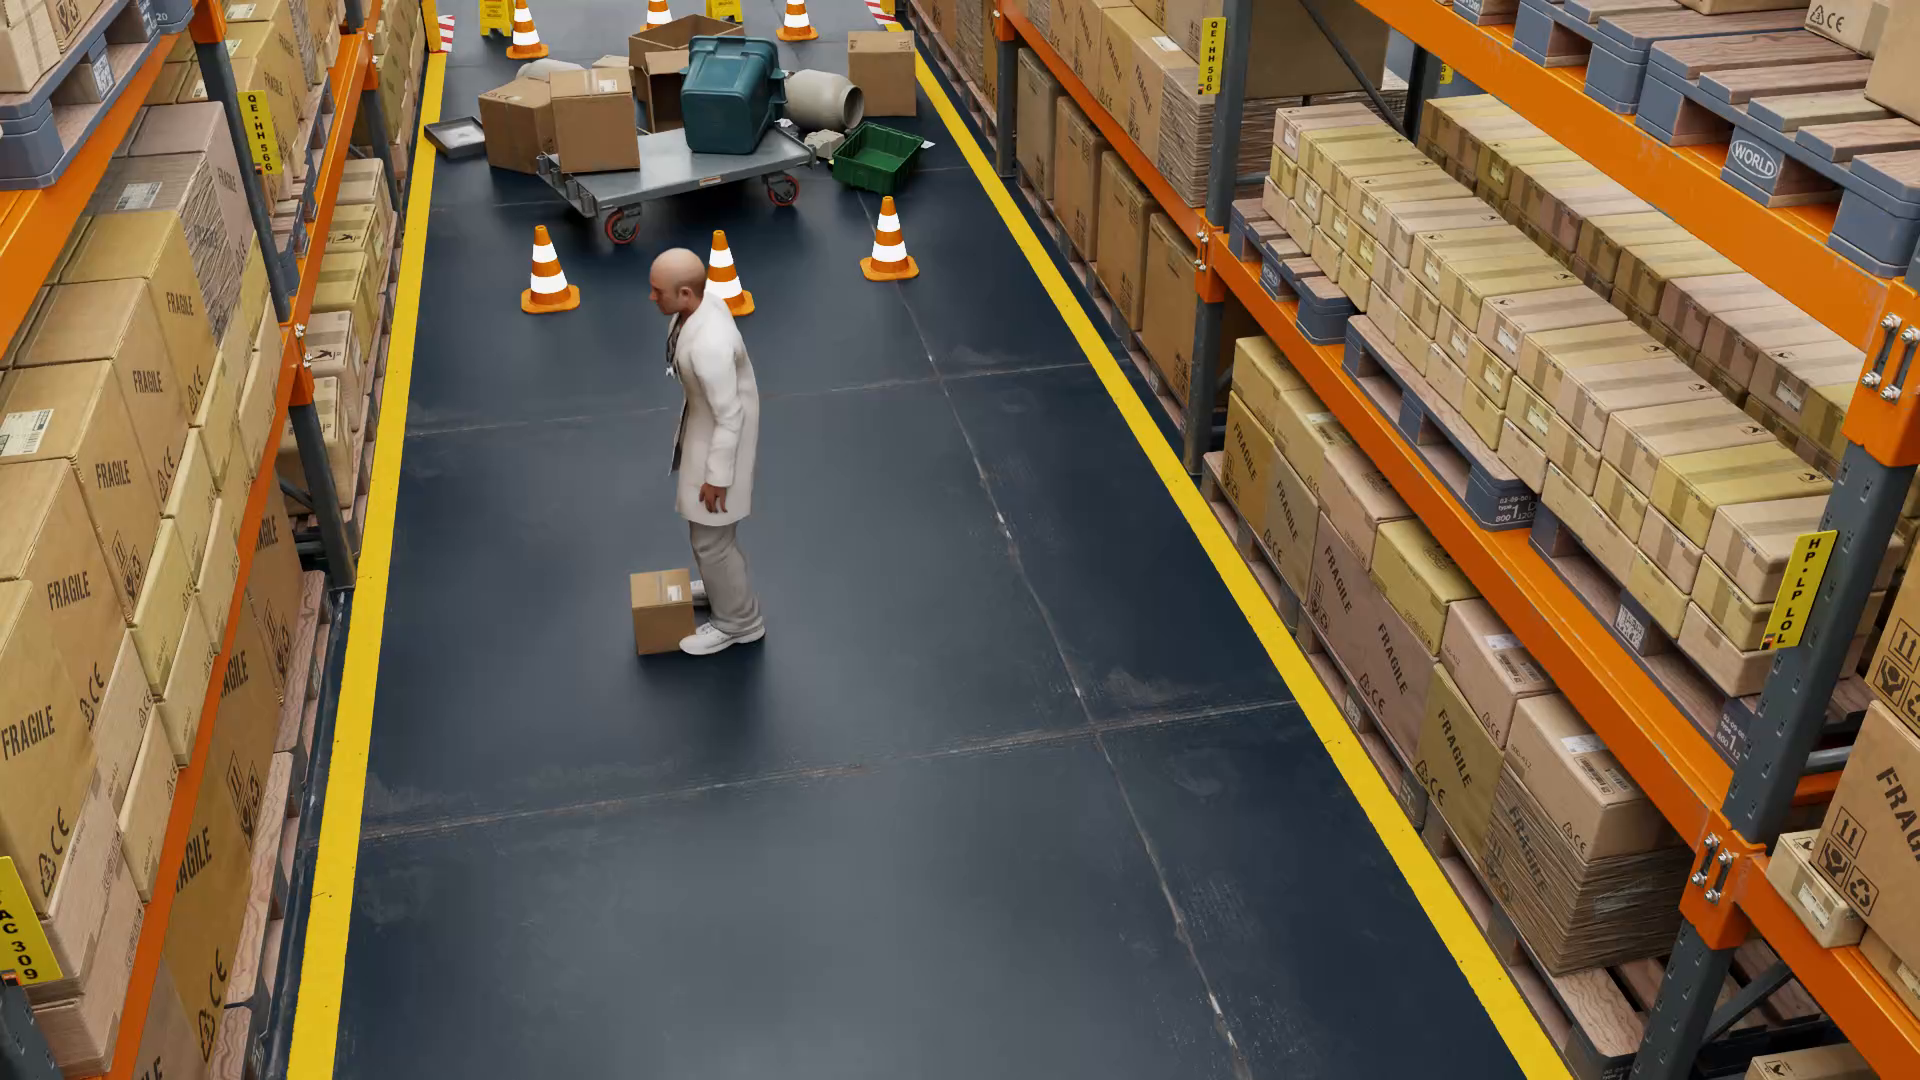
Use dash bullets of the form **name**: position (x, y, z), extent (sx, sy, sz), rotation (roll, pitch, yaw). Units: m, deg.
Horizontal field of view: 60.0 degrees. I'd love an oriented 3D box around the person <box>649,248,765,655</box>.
- **person**: position (-1.014, -0.361, 6.695), extent (0.429, 1.772, 0.643), rotation (-9, 35, -13)
